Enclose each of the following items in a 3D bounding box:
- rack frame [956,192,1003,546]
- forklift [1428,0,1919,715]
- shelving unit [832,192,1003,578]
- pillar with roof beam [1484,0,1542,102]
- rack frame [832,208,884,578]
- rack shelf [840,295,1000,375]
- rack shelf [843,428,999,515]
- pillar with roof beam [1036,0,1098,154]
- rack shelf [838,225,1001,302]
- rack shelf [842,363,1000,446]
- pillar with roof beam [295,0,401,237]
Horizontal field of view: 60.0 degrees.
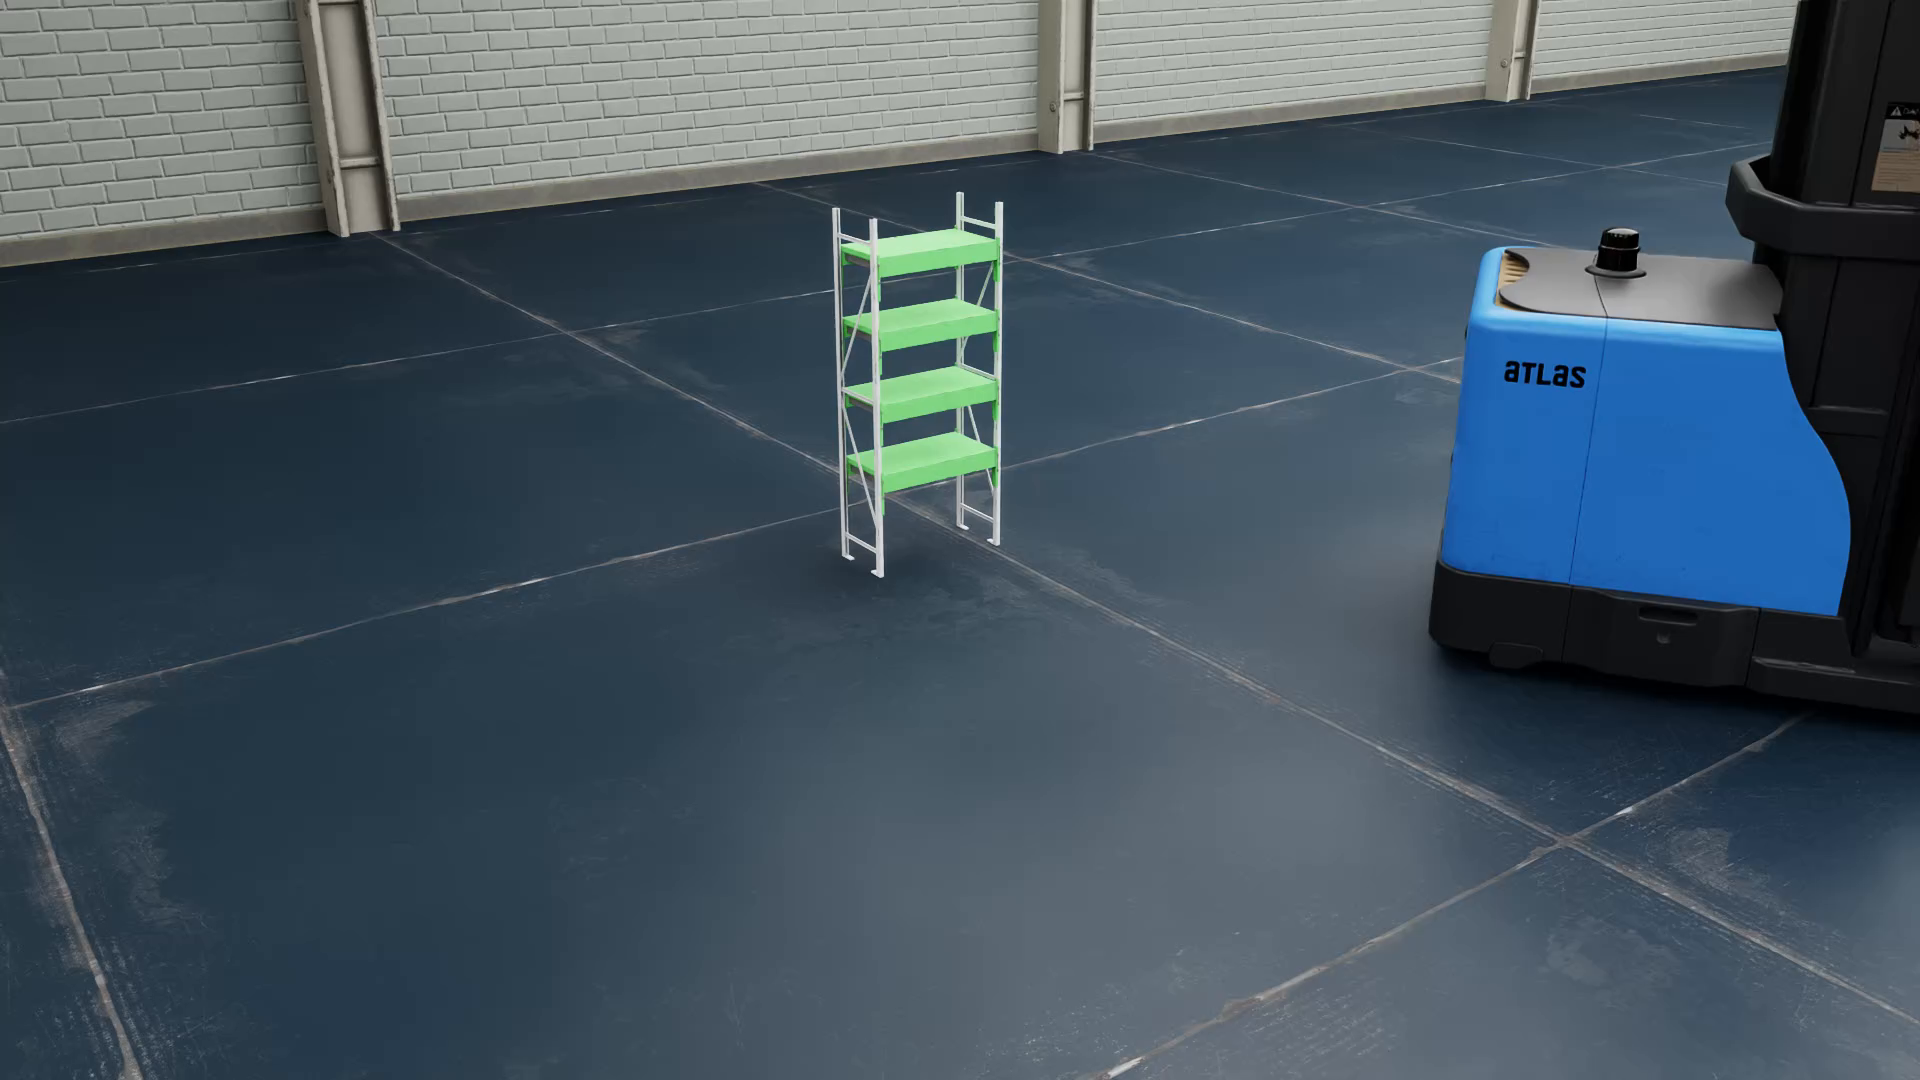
[{"bbox_3d":[0.064,-0.574,5.717,0.015,1.200,0.240,-15,26,-33],"label":"rack frame"},{"bbox_3d":[2.982,-0.989,4.420,3.031,2.935,1.130,7,23,17],"label":"forklift"},{"bbox_3d":[-0.134,-0.521,5.584,0.503,1.200,0.258,-15,26,-33],"label":"shelving unit"},{"bbox_3d":[8.287,-7.547,12.668,0.400,9.000,9.100,-15,26,-33],"label":"pillar with roof beam"},{"bbox_3d":[-0.332,-0.469,5.452,0.015,1.200,0.240,-15,26,-33],"label":"rack frame"},{"bbox_3d":[-0.134,-0.685,5.519,0.480,0.148,0.258,-15,26,-33],"label":"rack shelf"},{"bbox_3d":[-0.134,-0.239,5.697,0.480,0.148,0.258,-15,26,-33],"label":"rack shelf"},{"bbox_3d":[3.416,-6.249,9.414,0.400,9.000,9.100,-15,26,-33],"label":"pillar with roof beam"},{"bbox_3d":[-0.134,-0.908,5.430,0.480,0.148,0.258,-15,26,-33],"label":"rack shelf"},{"bbox_3d":[-0.134,-0.462,5.608,0.480,0.148,0.258,-15,26,-33],"label":"rack shelf"},{"bbox_3d":[-1.454,-4.950,6.159,0.400,9.000,9.100,-15,26,-33],"label":"pillar with roof beam"}]
